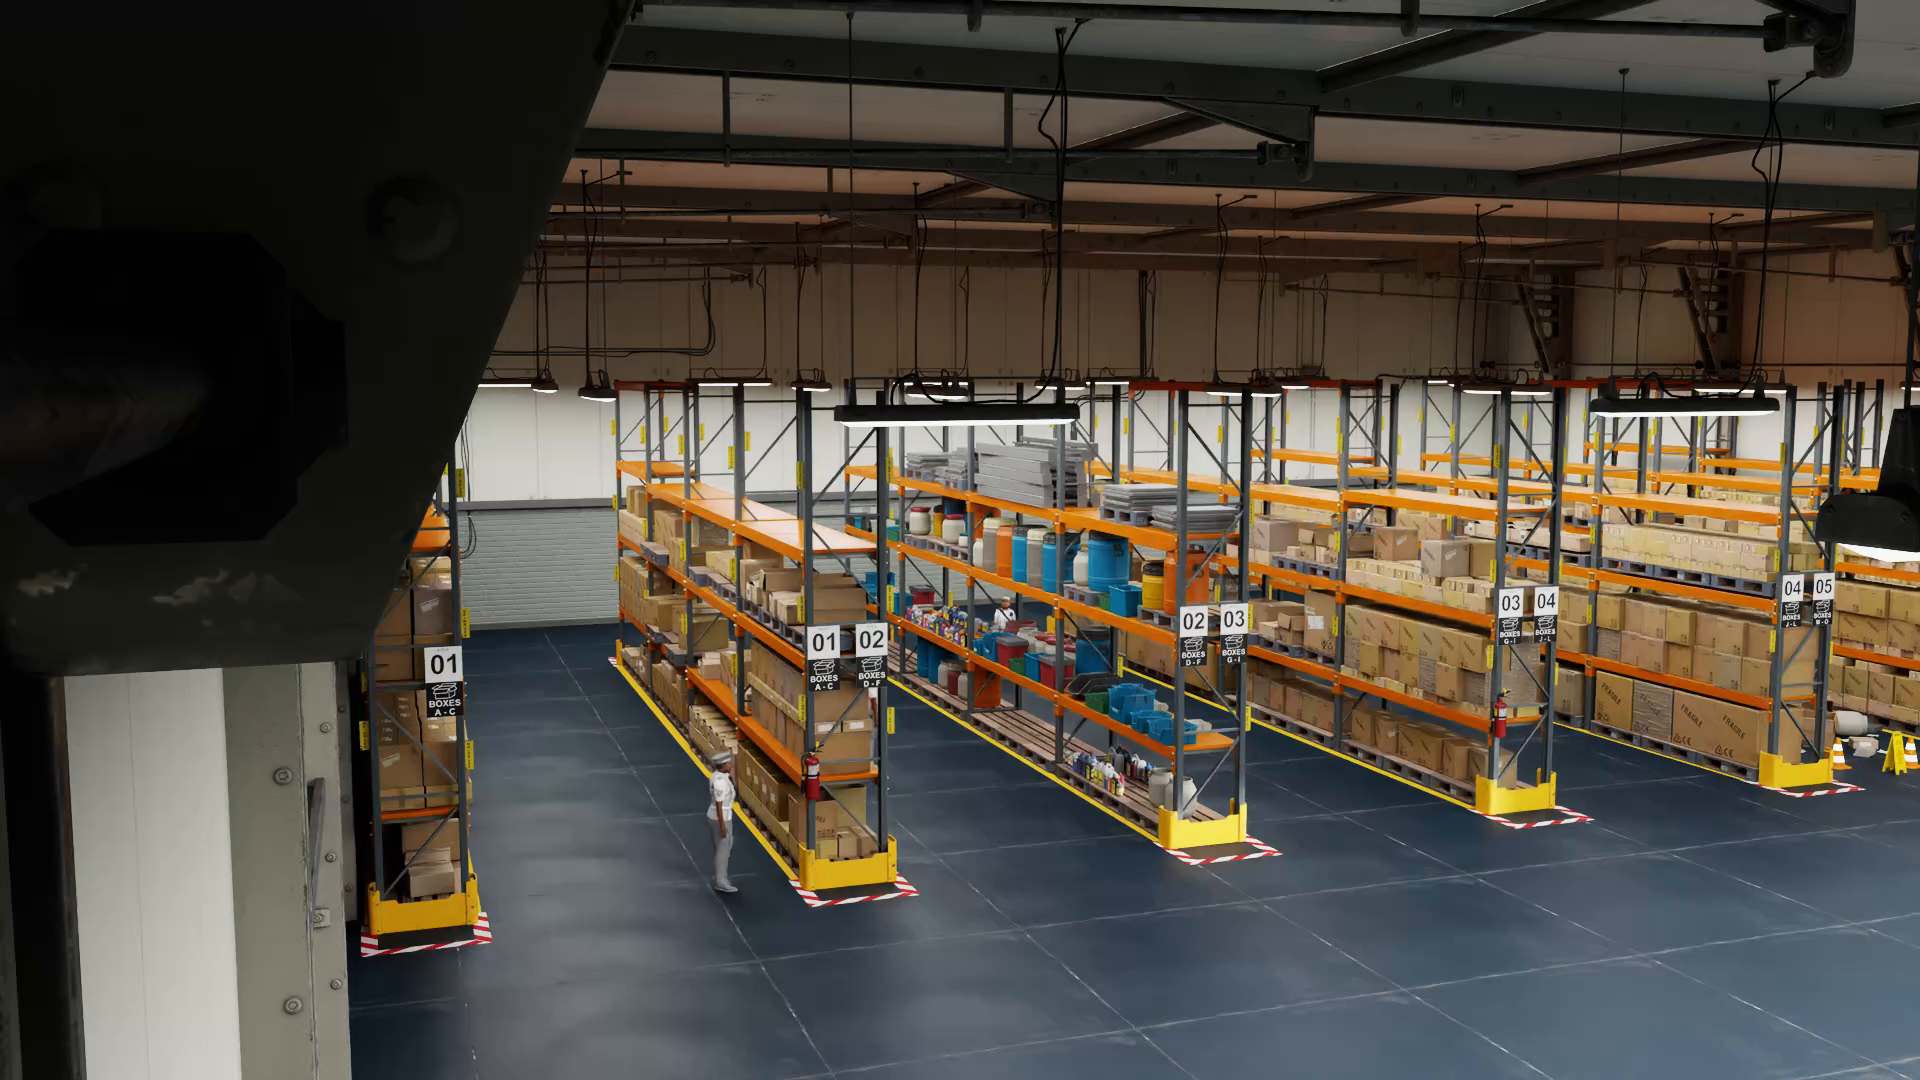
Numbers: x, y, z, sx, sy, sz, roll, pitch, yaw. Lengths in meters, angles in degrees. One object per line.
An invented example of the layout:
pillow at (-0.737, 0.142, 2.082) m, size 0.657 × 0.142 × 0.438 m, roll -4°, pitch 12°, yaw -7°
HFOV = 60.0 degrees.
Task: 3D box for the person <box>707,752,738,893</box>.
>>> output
person at (-2.868, 3.422, 20.083) m, size 0.361 × 1.754 × 0.565 m, roll -1°, pitch 6°, yaw -6°

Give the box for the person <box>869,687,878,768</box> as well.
person at (-1.395, 2.735, 25.987) m, size 0.396 × 1.815 × 0.624 m, roll -2°, pitch 6°, yaw -18°

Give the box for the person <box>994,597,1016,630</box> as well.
person at (0.932, 1.968, 33.640) m, size 0.553 × 1.627 × 0.585 m, roll -3°, pitch 7°, yaw -23°
